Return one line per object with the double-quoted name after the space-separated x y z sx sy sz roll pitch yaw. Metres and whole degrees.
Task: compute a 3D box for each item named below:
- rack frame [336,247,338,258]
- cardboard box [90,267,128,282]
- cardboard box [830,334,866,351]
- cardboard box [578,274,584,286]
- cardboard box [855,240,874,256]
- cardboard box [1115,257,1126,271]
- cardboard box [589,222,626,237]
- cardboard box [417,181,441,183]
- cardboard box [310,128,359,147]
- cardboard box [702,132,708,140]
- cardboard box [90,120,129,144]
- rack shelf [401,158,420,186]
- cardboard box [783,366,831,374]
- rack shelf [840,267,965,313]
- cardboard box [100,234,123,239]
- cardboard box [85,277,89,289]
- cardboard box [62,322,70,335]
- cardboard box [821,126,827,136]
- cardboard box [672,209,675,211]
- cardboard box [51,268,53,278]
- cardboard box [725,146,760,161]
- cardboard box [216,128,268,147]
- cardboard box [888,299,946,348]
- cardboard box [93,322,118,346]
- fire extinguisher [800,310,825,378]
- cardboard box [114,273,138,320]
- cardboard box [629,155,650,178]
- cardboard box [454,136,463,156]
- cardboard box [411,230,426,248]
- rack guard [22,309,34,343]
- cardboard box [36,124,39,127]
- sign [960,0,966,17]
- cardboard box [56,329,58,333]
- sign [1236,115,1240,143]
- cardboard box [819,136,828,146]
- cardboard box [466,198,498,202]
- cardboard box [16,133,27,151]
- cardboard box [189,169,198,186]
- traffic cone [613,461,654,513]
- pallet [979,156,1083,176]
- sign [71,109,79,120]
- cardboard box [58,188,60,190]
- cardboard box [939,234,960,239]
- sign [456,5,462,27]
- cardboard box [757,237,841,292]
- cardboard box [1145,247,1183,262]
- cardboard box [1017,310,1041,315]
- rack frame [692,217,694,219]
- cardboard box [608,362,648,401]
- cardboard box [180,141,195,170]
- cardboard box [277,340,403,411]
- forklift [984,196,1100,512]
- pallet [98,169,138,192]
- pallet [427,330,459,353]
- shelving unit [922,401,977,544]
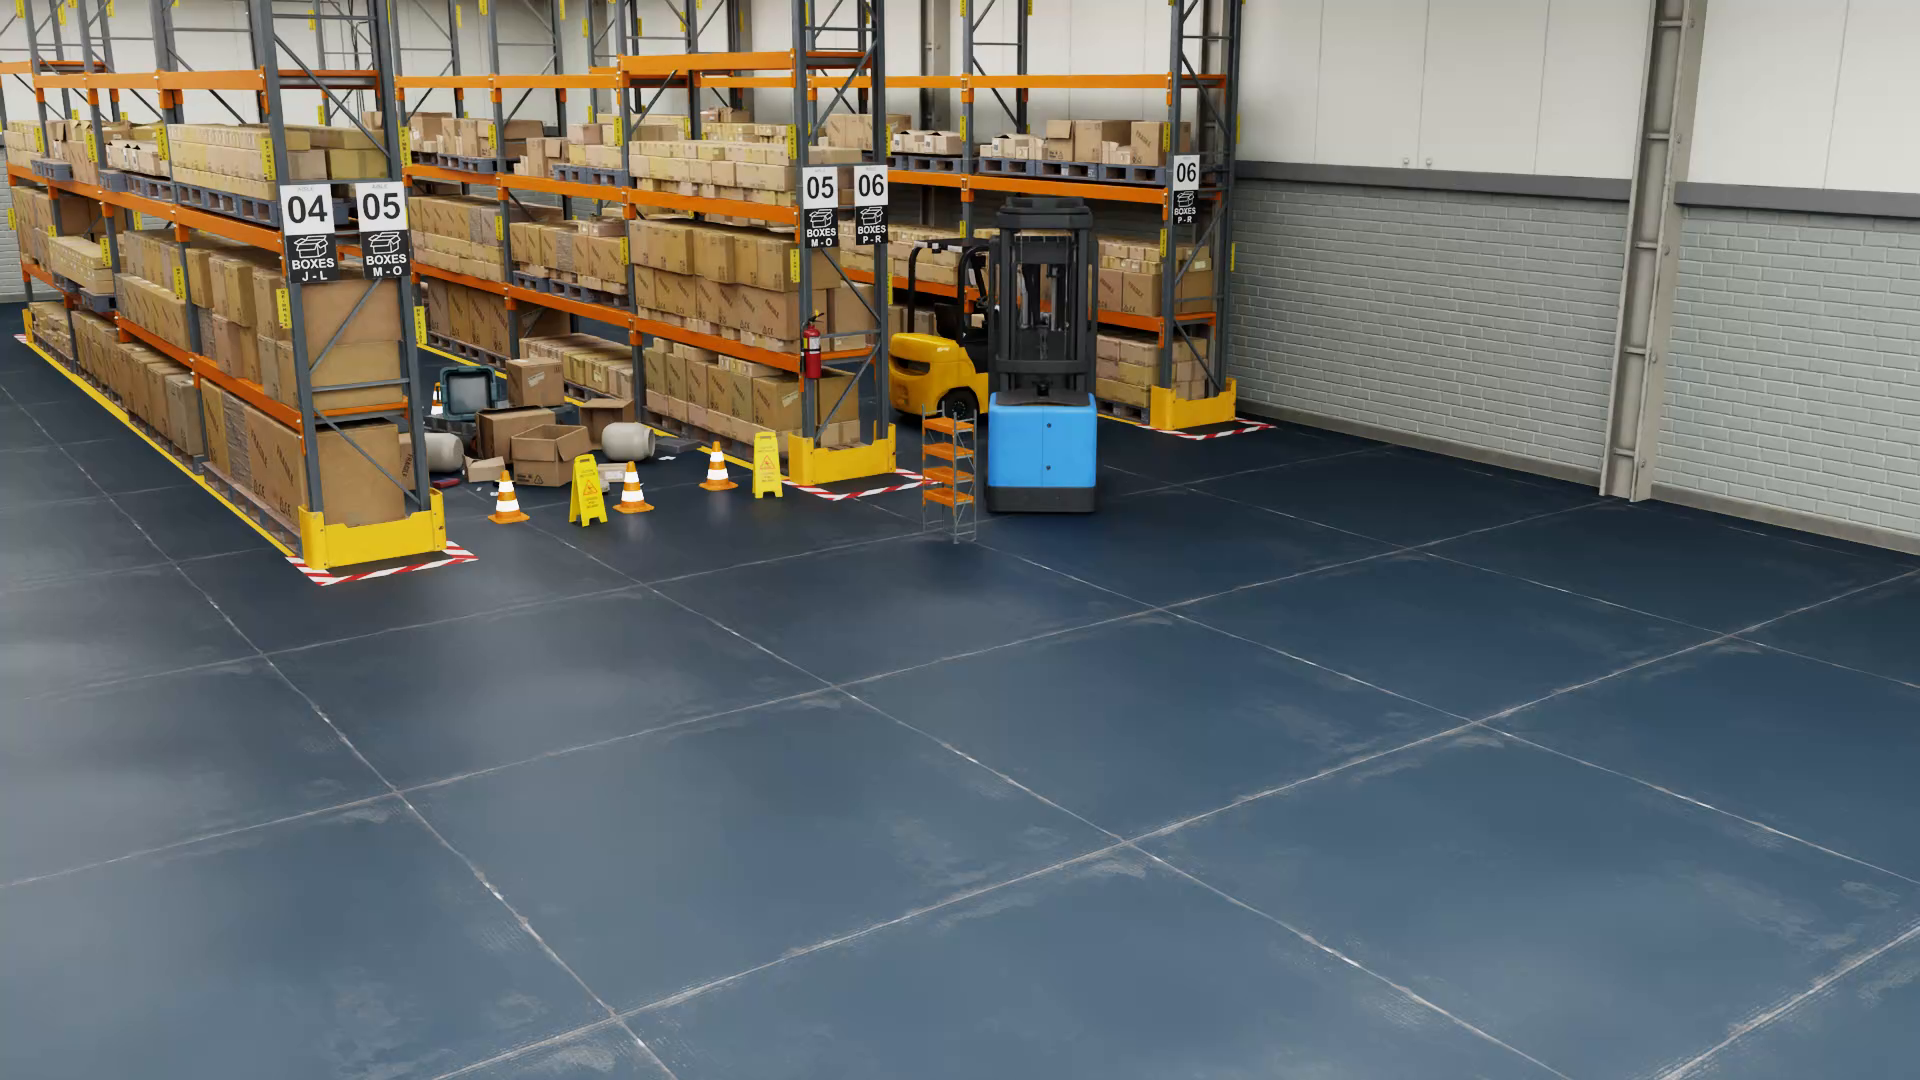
-10.594 -5.525 29.580 1.000 3.000 0.127 -11 19 -35 "rack frame"
-10.494 -3.286 20.518 0.380 0.149 0.250 -10 18 -33 "cardboard box"
-1.219 -2.092 17.513 0.380 0.149 0.250 -11 19 -34 "cardboard box"
-4.652 -3.331 21.244 0.380 0.149 0.250 -11 19 -35 "cardboard box"
-1.228 -4.402 24.816 0.500 0.250 0.500 -11 19 -36 "cardboard box"
2.119 -3.386 20.347 0.380 0.149 0.250 -10 18 -34 "cardboard box"
-4.408 -3.878 20.787 0.380 0.149 0.250 -12 19 -36 "cardboard box"
-8.662 -5.785 27.217 0.380 0.149 0.250 -11 19 -35 "cardboard box"
-5.515 -3.562 14.708 0.380 0.149 0.250 -11 19 -34 "cardboard box"
-4.251 -6.832 28.165 0.380 0.149 0.250 -11 19 -34 "cardboard box"
-10.283 -4.937 20.110 0.396 0.266 0.258 -11 19 -35 "cardboard box"
-9.418 -6.198 27.719 1.077 0.370 4.000 -11 19 -35 "rack shelf"
-1.762 -1.677 18.515 0.500 0.500 0.500 -12 19 -37 "cardboard box"
-0.701 -3.814 24.691 1.077 0.370 4.000 -11 19 -35 "rack shelf"
-11.793 -4.194 23.270 0.380 0.149 0.250 -10 18 -32 "cardboard box"
-10.793 -3.250 20.949 0.380 0.149 0.250 -10 18 -34 "cardboard box"
-12.789 -3.079 24.122 0.380 0.149 0.250 -11 19 -34 "cardboard box"
-1.996 -6.478 26.347 0.380 0.149 0.250 -11 19 -34 "cardboard box"
-5.507 -6.093 31.378 0.500 0.250 0.500 -10 18 -33 "cardboard box"
-12.784 -3.822 23.836 0.380 0.149 0.250 -11 19 -36 "cardboard box"
-2.288 -4.133 17.778 0.380 0.149 0.250 -12 19 -36 "cardboard box"
-6.351 -3.570 14.737 0.380 0.149 0.250 -11 19 -35 "cardboard box"
-0.735 -3.228 24.890 0.875 0.625 0.625 -12 19 -37 "cardboard box"
-11.041 -2.708 21.806 0.500 0.250 0.500 -10 18 -33 "cardboard box"
-1.492 -1.975 16.757 0.296 0.674 0.183 -11 19 -35 "fire extinguisher"
-9.789 -2.937 19.936 0.500 0.500 0.500 -11 19 -34 "cardboard box"
-3.501 -4.344 19.304 0.500 0.250 0.500 -11 19 -36 "cardboard box"
-6.983 -5.641 23.781 0.396 0.266 0.258 -11 19 -36 "cardboard box"
-8.212 -4.702 25.910 0.500 0.250 0.500 -12 19 -36 "cardboard box"
-14.494 -3.513 26.965 1.175 0.500 0.348 -11 19 -35 "rack guard"
-12.756 -5.768 23.368 0.380 0.149 0.250 -10 18 -33 "cardboard box"
0.043 -7.029 21.793 0.100 0.325 0.005 -11 19 -35 "sign"
-13.345 -3.161 24.983 0.380 0.149 0.250 -12 19 -37 "cardboard box"
3.279 -4.871 19.703 0.100 0.325 0.005 -11 19 -35 "sign"
-1.918 -6.051 25.278 0.380 0.166 0.250 -11 19 -35 "cardboard box"
-7.184 -4.924 25.302 0.500 0.500 0.500 -10 18 -33 "cardboard box"
-13.597 -5.888 24.560 0.500 0.250 0.500 -12 19 -37 "cardboard box"
-7.097 -3.456 15.831 0.380 0.149 0.250 -11 19 -35 "cardboard box"
-3.181 -0.531 16.141 0.336 0.463 0.334 -11 19 -35 "traffic cone"
0.997 -4.960 22.001 1.003 0.211 1.213 -11 19 -35 "pallet"
-14.078 -6.691 26.480 0.100 0.325 0.005 -11 19 -35 "sign"
-13.770 -5.242 25.898 0.500 0.500 0.500 -12 19 -36 "cardboard box"
-0.072 -4.186 23.268 0.380 0.149 0.250 -11 19 -35 "cardboard box"
-7.810 -8.140 25.850 0.100 0.325 0.005 -11 19 -35 "sign"
-1.663 -2.857 17.187 0.700 0.500 0.500 -11 19 -36 "cardboard box"
2.445 -3.428 19.937 0.380 0.149 0.250 -11 19 -34 "cardboard box"
0.920 -3.017 22.937 0.500 0.250 0.500 -10 18 -33 "cardboard box"
-4.229 -5.442 29.277 1.000 3.000 0.127 -11 19 -35 "rack frame"
-3.849 -2.009 20.917 0.950 0.372 0.625 -11 19 -34 "cardboard box"
-7.124 -3.686 15.914 0.500 0.250 0.500 -11 19 -35 "cardboard box"
-5.386 -1.463 14.455 0.875 0.550 0.550 -11 19 -35 "cardboard box"
0.834 -2.009 16.865 1.130 2.935 3.031 1 15 2 "forklift"
-9.413 -4.253 19.609 1.213 0.211 1.003 -10 18 -32 "pallet"
-7.727 -3.173 26.268 1.003 0.211 1.213 -11 19 -35 "pallet"
-0.097 -0.614 15.047 0.258 1.200 0.503 -11 19 -35 "shelving unit"
